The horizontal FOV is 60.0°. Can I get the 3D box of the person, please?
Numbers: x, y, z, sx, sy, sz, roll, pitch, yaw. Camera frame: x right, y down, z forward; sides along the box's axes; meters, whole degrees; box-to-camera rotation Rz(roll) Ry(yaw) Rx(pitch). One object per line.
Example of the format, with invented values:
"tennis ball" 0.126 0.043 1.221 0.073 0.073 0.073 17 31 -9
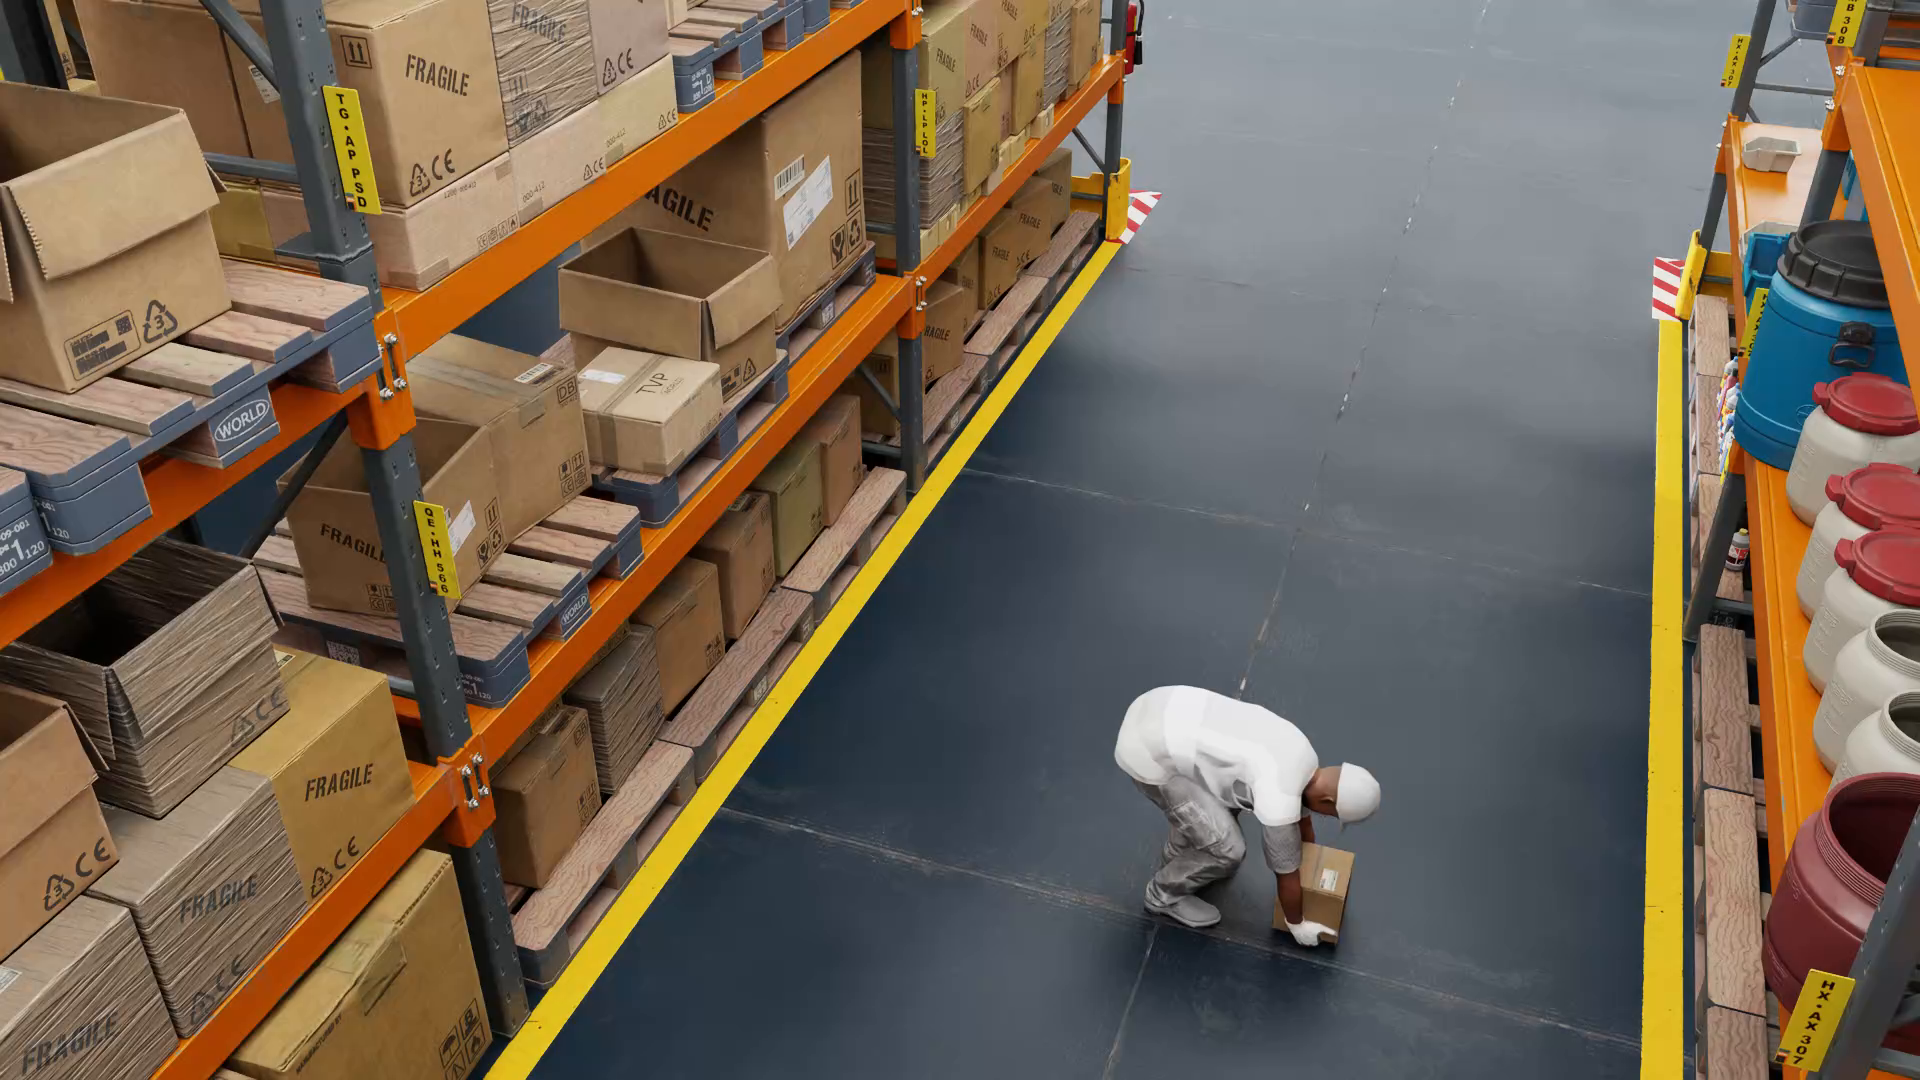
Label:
"person" 1.071 1.023 6.310 0.982 0.945 0.524 9 34 14
